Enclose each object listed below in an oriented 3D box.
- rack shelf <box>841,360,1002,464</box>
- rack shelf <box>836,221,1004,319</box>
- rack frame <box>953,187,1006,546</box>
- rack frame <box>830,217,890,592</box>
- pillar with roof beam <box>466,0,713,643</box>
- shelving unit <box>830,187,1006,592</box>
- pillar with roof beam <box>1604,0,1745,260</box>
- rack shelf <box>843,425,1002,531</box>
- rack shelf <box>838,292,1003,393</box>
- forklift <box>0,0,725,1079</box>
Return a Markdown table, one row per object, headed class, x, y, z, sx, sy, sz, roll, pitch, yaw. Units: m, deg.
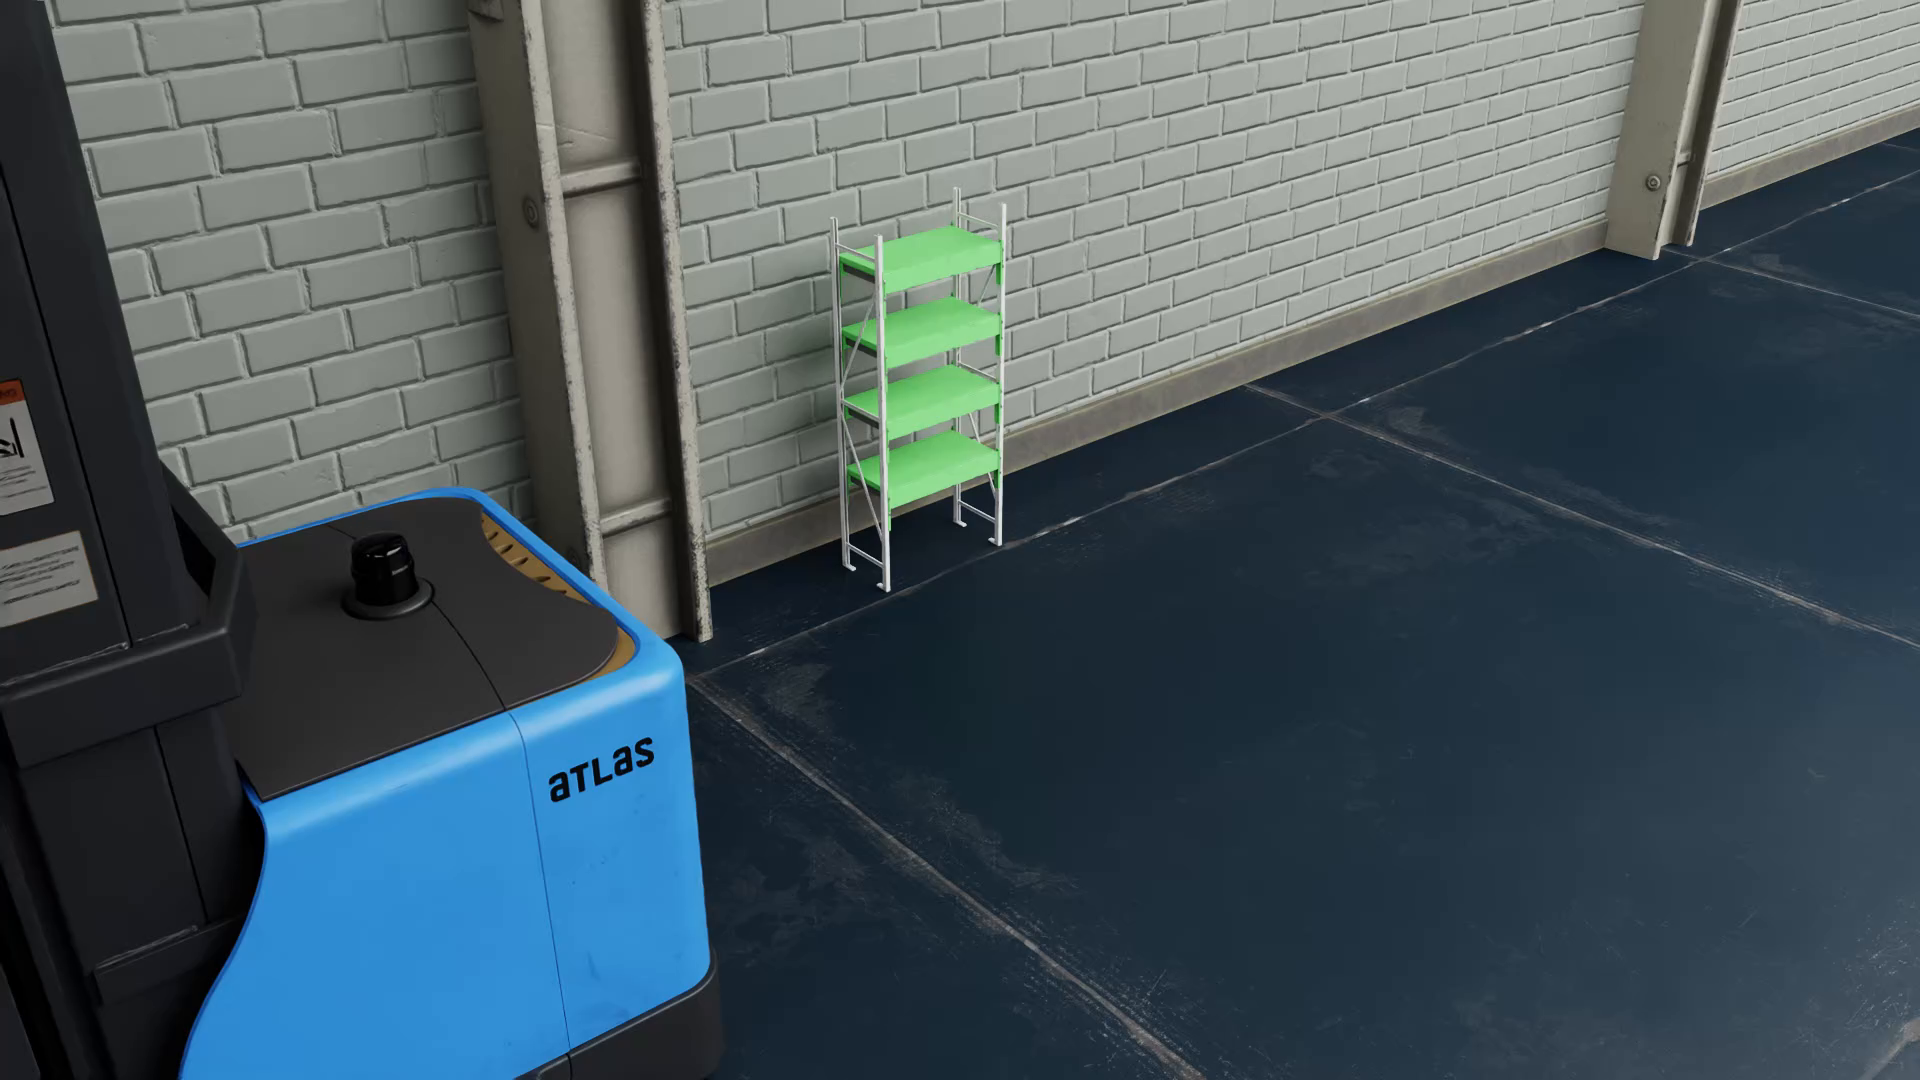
| class | x | y | z | sx | sy | sz | roll | pitch | yaw |
| --- | --- | --- | --- | --- | --- | --- | --- | --- | --- |
| rack shelf | -0.126 | -0.422 | 5.403 | 0.480 | 0.148 | 0.258 | -22 | 35 | -35 |
| rack shelf | -0.126 | -0.846 | 5.176 | 0.480 | 0.148 | 0.258 | -22 | 35 | -35 |
| rack frame | 0.060 | -0.553 | 5.512 | 0.015 | 1.200 | 0.240 | -22 | 35 | -35 |
| rack frame | -0.312 | -0.404 | 5.233 | 0.015 | 1.200 | 0.240 | -22 | 35 | -35 |
| pillar with roof beam | 1.777 | -2.117 | 0.164 | 0.400 | 9.000 | 9.100 | -22 | 35 | -35 |
| shelving unit | -0.126 | -0.479 | 5.372 | 0.503 | 1.200 | 0.258 | -22 | 35 | -35 |
| pillar with roof beam | 6.342 | -3.953 | 3.599 | 0.400 | 9.000 | 9.100 | -22 | 35 | -35 |
| rack shelf | -0.126 | -0.211 | 5.516 | 0.480 | 0.148 | 0.258 | -22 | 35 | -35 |
| rack shelf | -0.126 | -0.634 | 5.289 | 0.480 | 0.148 | 0.258 | -22 | 35 | -35 |
| forklift | -1.972 | 0.122 | 2.413 | 3.031 | 2.935 | 1.130 | -21 | 34 | -33 |
